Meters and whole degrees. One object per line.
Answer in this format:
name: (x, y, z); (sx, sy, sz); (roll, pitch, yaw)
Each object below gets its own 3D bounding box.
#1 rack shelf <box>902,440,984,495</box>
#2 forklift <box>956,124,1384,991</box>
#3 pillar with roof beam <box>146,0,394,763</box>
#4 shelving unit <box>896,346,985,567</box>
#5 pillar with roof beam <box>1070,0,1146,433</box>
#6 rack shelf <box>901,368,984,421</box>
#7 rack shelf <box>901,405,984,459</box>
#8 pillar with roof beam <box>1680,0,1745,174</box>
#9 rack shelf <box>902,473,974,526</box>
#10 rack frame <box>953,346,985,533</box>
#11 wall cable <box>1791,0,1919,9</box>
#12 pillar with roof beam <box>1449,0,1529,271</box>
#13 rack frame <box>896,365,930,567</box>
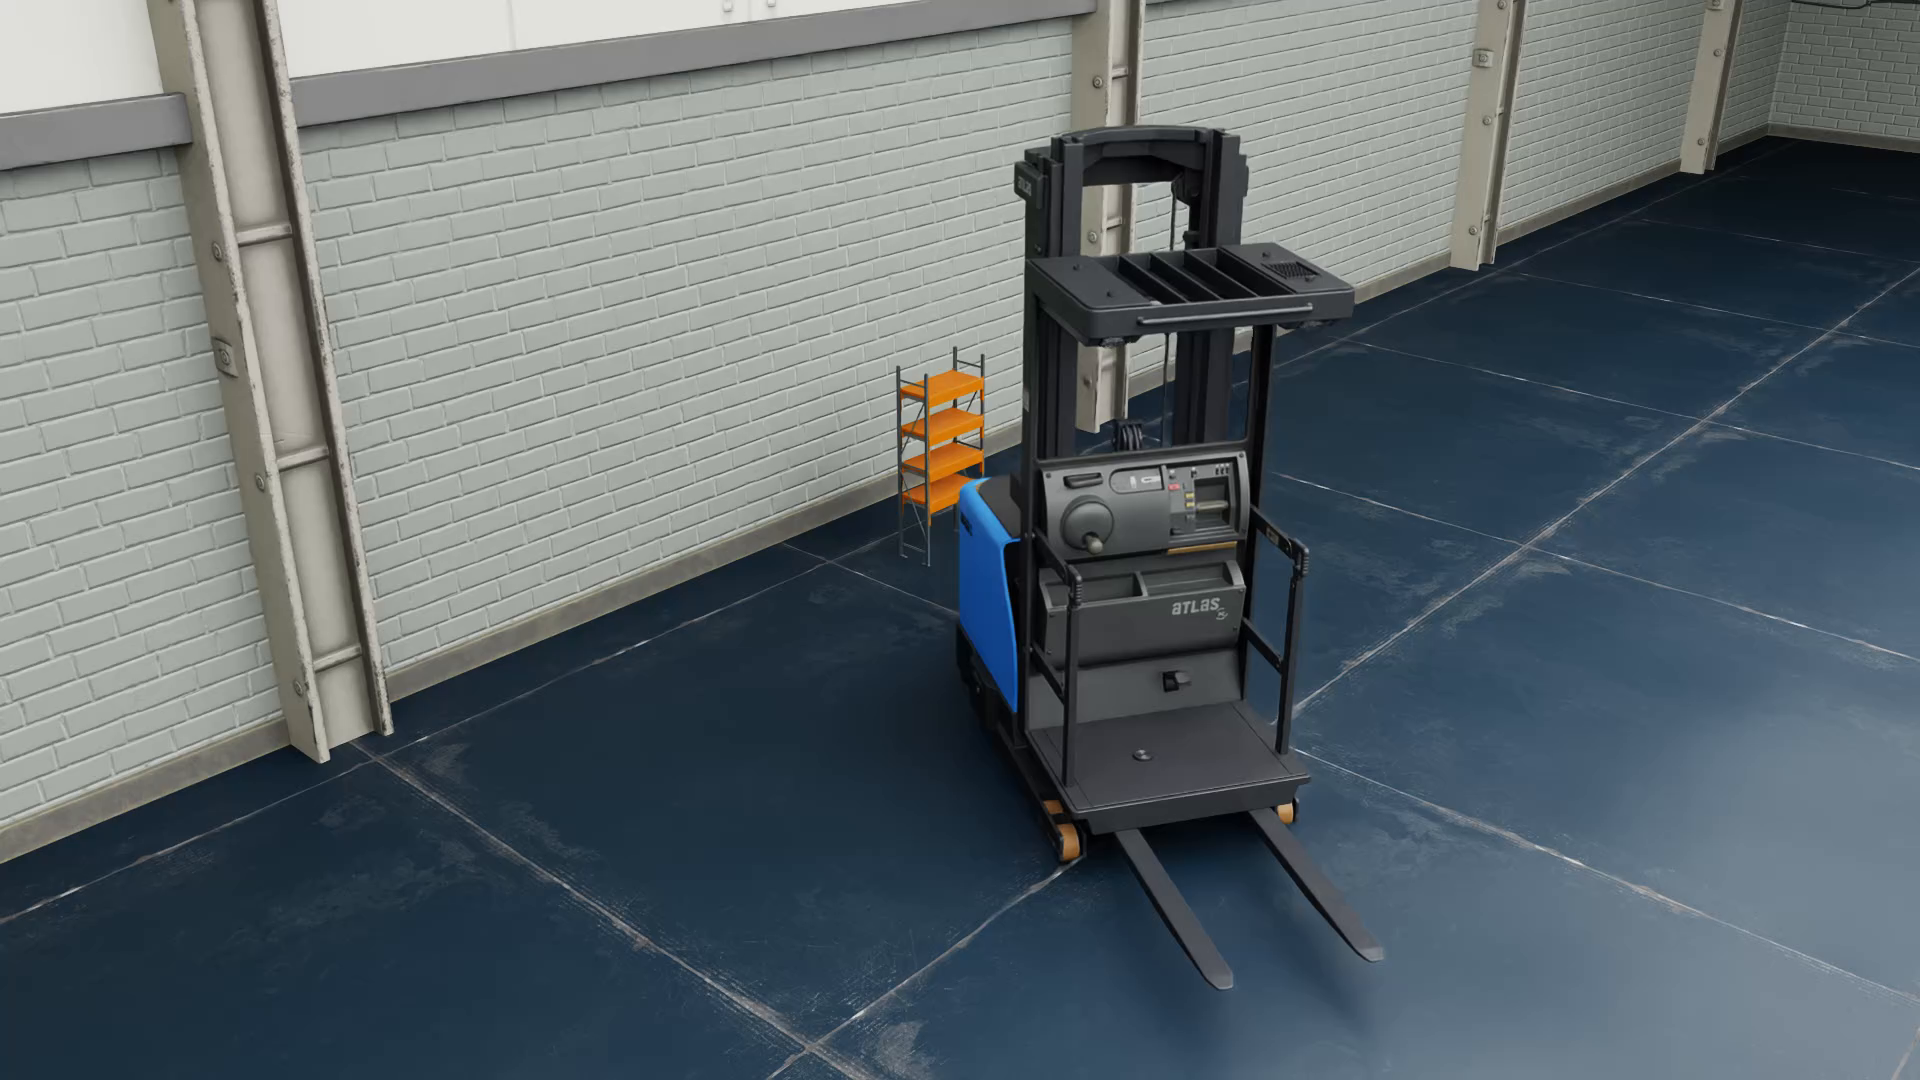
rack shelf: (-0.110, -0.436, 9.920); (0.258, 0.148, 0.480); (20, 31, 38)
forklift: (0.863, -0.130, 6.957); (1.130, 2.935, 3.031); (-6, 25, -14)
pillar with roof beam: (0.188, -1.972, 3.649); (9.100, 9.000, 0.400); (20, 31, 38)
shelving unit: (-0.110, -0.497, 9.892); (0.258, 1.200, 0.503); (20, 31, 38)
pillar with roof beam: (4.193, -3.800, 7.726); (9.100, 9.000, 0.400); (20, 31, 38)
rack shelf: (-0.110, -0.856, 9.731); (0.258, 0.148, 0.480); (20, 31, 38)
rack shelf: (-0.110, -0.640, 9.828); (0.258, 0.148, 0.480); (20, 31, 38)
pillar with roof beam: (12.202, -7.456, 15.880); (9.100, 9.000, 0.400); (20, 31, 38)
rack shelf: (-0.110, -0.254, 10.001); (0.258, 0.148, 0.480); (20, 31, 38)
rack frame: (0.052, -0.571, 10.058); (0.240, 1.200, 0.015); (20, 31, 38)
wall cable: (11.947, -7.751, 20.334); (3.097, 2.526, 0.112); (20, 31, 38)
pillar with roof beam: (8.197, -5.628, 11.803); (9.100, 9.000, 0.400); (20, 31, 38)
rack frame: (-0.273, -0.423, 9.726); (0.240, 1.200, 0.015); (20, 31, 38)
